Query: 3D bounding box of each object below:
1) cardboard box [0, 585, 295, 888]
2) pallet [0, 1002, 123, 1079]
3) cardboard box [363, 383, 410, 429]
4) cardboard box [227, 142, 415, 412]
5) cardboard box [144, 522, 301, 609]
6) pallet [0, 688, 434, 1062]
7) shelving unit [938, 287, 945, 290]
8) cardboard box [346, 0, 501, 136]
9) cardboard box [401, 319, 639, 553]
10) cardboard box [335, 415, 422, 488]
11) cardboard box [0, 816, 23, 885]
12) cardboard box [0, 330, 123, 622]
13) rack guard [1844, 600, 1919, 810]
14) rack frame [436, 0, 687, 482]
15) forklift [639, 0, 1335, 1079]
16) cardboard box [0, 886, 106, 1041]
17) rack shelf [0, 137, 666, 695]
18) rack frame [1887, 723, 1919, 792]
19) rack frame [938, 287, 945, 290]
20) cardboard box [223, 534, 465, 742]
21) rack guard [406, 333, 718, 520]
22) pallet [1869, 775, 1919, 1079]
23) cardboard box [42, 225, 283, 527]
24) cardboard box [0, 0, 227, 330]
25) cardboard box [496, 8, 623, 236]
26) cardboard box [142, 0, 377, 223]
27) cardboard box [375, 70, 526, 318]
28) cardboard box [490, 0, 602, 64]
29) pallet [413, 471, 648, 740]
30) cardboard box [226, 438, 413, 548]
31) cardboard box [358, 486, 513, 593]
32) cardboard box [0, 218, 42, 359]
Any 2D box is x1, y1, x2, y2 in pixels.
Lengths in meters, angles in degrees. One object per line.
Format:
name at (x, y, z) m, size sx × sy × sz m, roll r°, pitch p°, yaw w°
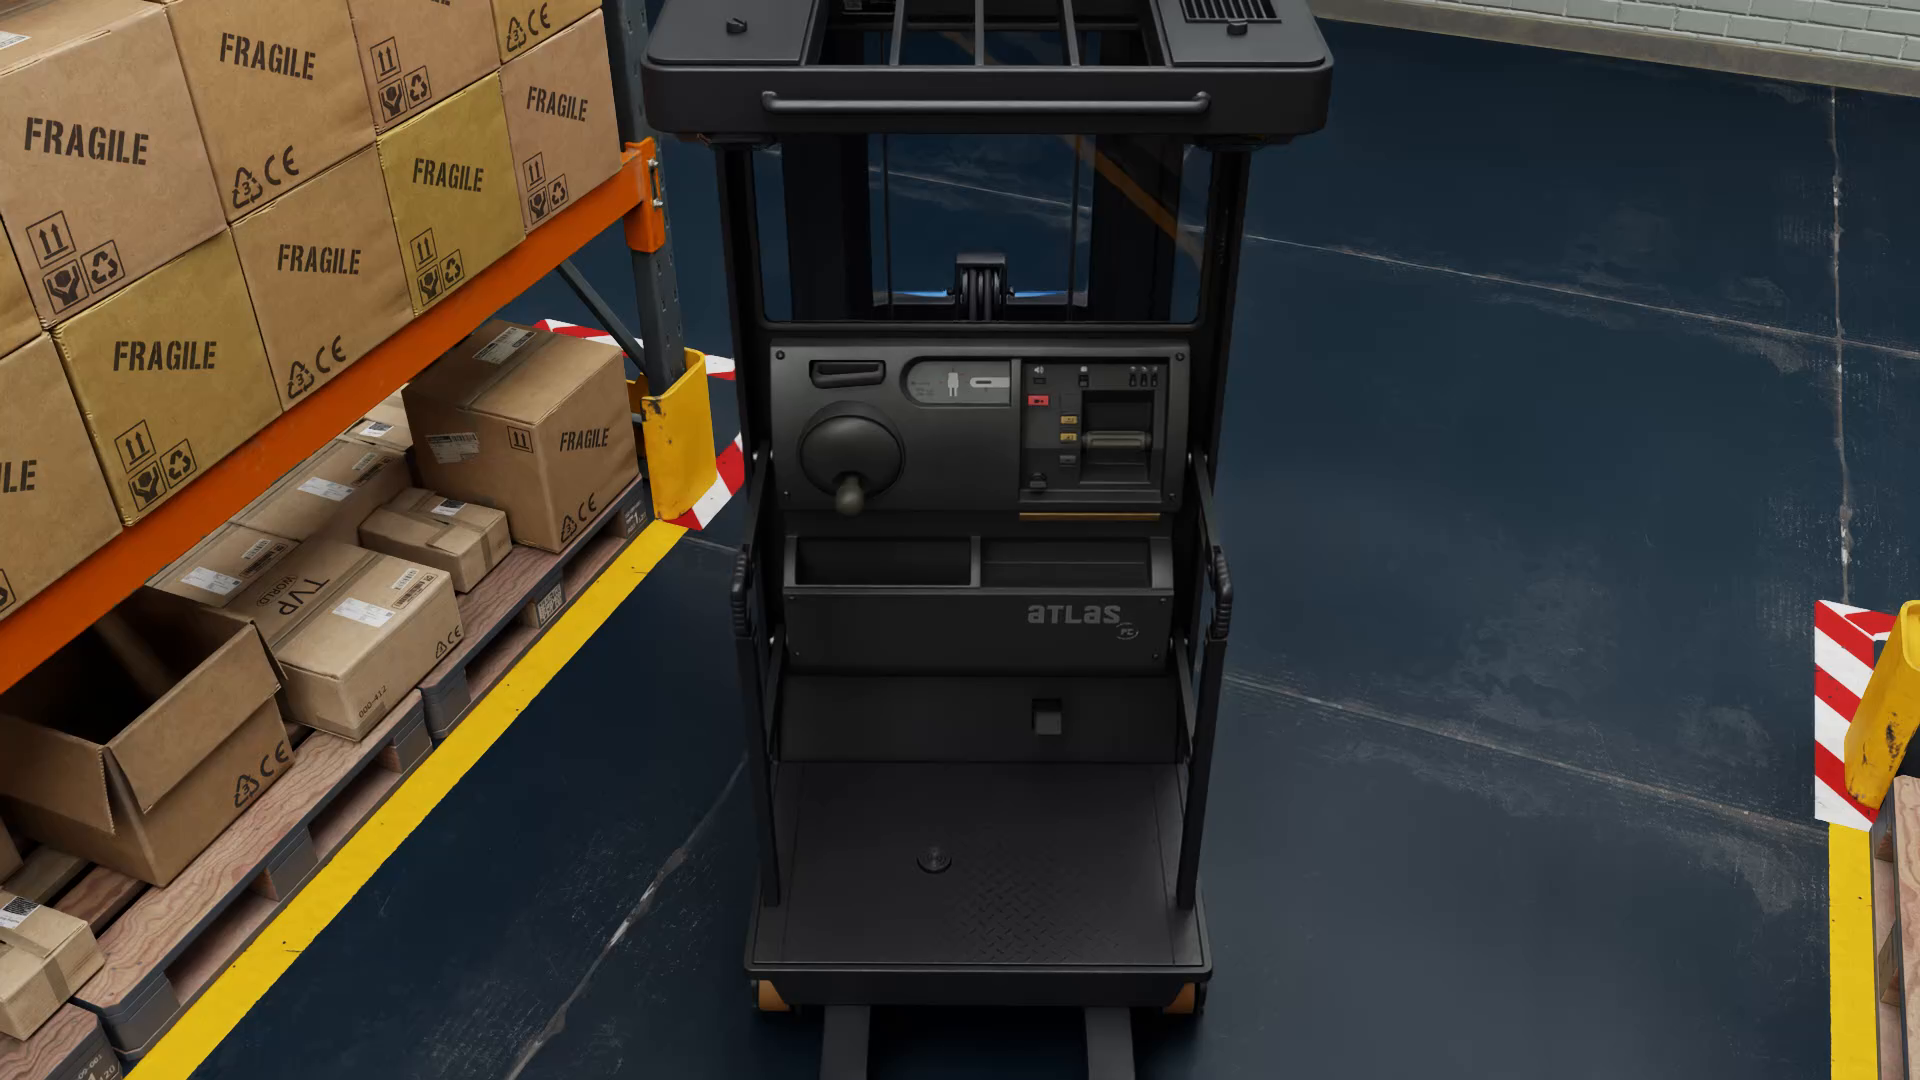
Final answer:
cardboard box at (-2.252, 0.468, 4.337) m, size 0.797 × 0.503 × 0.637 m, roll 14°, pitch 39°, yaw 18°
pallet at (-2.700, 1.422, 3.671) m, size 1.003 × 0.211 × 1.213 m, roll 14°, pitch 39°, yaw 18°
cardboard box at (-1.917, -0.410, 5.807) m, size 0.380 × 0.149 × 0.250 m, roll 14°, pitch 39°, yaw 18°
cardboard box at (-1.748, -0.696, 4.093) m, size 0.500 × 0.500 × 0.500 m, roll 14°, pitch 39°, yaw 18°
cardboard box at (-2.290, 0.186, 4.925) m, size 0.500 × 0.250 × 0.500 m, roll 14°, pitch 39°, yaw 18°
pallet at (-2.237, 0.744, 4.578) m, size 1.003 × 0.211 × 1.213 m, roll 14°, pitch 39°, yaw 18°
shelving unit at (0.003, -0.365, 5.487) m, size 0.258 × 0.900 × 0.210 m, roll 14°, pitch 39°, yaw 18°
cardboard box at (-1.547, -1.381, 4.173) m, size 0.500 × 0.500 × 0.500 m, roll 15°, pitch 39°, yaw 19°
cardboard box at (-1.419, -0.347, 5.430) m, size 0.500 × 0.500 × 0.500 m, roll 14°, pitch 39°, yaw 18°
cardboard box at (-2.012, -0.279, 5.617) m, size 0.380 × 0.166 × 0.250 m, roll 14°, pitch 39°, yaw 18°
cardboard box at (-2.722, 0.791, 4.065) m, size 0.500 × 0.311 × 0.500 m, roll 14°, pitch 39°, yaw 18°
cardboard box at (-2.132, -0.136, 3.342) m, size 0.500 × 0.500 × 0.500 m, roll 14°, pitch 39°, yaw 18°
rack guard at (3.136, 0.586, 4.548) m, size 1.175 × 0.500 × 0.348 m, roll 14°, pitch 39°, yaw 18°
rack frame at (-1.440, -1.529, 5.291) m, size 1.000 × 3.000 × 0.127 m, roll 14°, pitch 39°, yaw 18°
forklift at (0.045, -0.180, 3.543) m, size 1.130 × 2.935 × 3.031 m, roll 0°, pitch 37°, yaw 0°
cardboard box at (-2.282, 0.980, 3.933) m, size 0.380 × 0.166 × 0.250 m, roll 14°, pitch 39°, yaw 18°
rack shelf at (-2.201, -0.134, 4.025) m, size 1.077 × 0.370 × 4.000 m, roll 14°, pitch 39°, yaw 18°
rack frame at (3.139, -0.399, 3.778) m, size 1.000 × 3.000 × 0.127 m, roll 14°, pitch 39°, yaw 18°
rack frame at (0.042, -0.421, 5.562) m, size 0.240 × 0.900 × 0.006 m, roll 14°, pitch 39°, yaw 18°
cardboard box at (-1.808, 0.272, 4.810) m, size 0.500 × 0.250 × 0.500 m, roll 14°, pitch 39°, yaw 18°
rack guard at (-1.469, -0.486, 5.983) m, size 1.175 × 0.500 × 0.348 m, roll 14°, pitch 39°, yaw 18°
pallet at (2.790, 1.166, 4.014) m, size 1.003 × 0.211 × 1.213 m, roll 14°, pitch 39°, yaw 18°
cardboard box at (-1.940, -0.418, 3.720) m, size 0.500 × 0.500 × 0.500 m, roll 13°, pitch 39°, yaw 17°
cardboard box at (-1.935, -0.809, 3.408) m, size 0.500 × 0.500 × 0.500 m, roll 15°, pitch 39°, yaw 19°
cardboard box at (-1.359, -1.259, 4.846) m, size 0.500 × 0.500 × 0.500 m, roll 15°, pitch 39°, yaw 19°
cardboard box at (-1.740, -1.093, 3.788) m, size 0.500 × 0.500 × 0.500 m, roll 15°, pitch 39°, yaw 19°
cardboard box at (-1.553, -0.971, 4.461) m, size 0.500 × 0.500 × 0.500 m, roll 14°, pitch 39°, yaw 18°
cardboard box at (-1.355, -1.661, 4.548) m, size 0.500 × 0.500 × 0.500 m, roll 14°, pitch 39°, yaw 17°
pallet at (-1.771, 0.071, 5.479) m, size 1.003 × 0.211 × 1.213 m, roll 14°, pitch 39°, yaw 18°
cardboard box at (-2.100, -0.091, 5.296) m, size 0.500 × 0.250 × 0.500 m, roll 14°, pitch 39°, yaw 18°
cardboard box at (-1.657, -0.010, 5.257) m, size 0.380 × 0.166 × 0.250 m, roll 14°, pitch 39°, yaw 18°
cardboard box at (-2.131, -0.522, 3.025) m, size 0.500 × 0.500 × 0.500 m, roll 13°, pitch 39°, yaw 16°
